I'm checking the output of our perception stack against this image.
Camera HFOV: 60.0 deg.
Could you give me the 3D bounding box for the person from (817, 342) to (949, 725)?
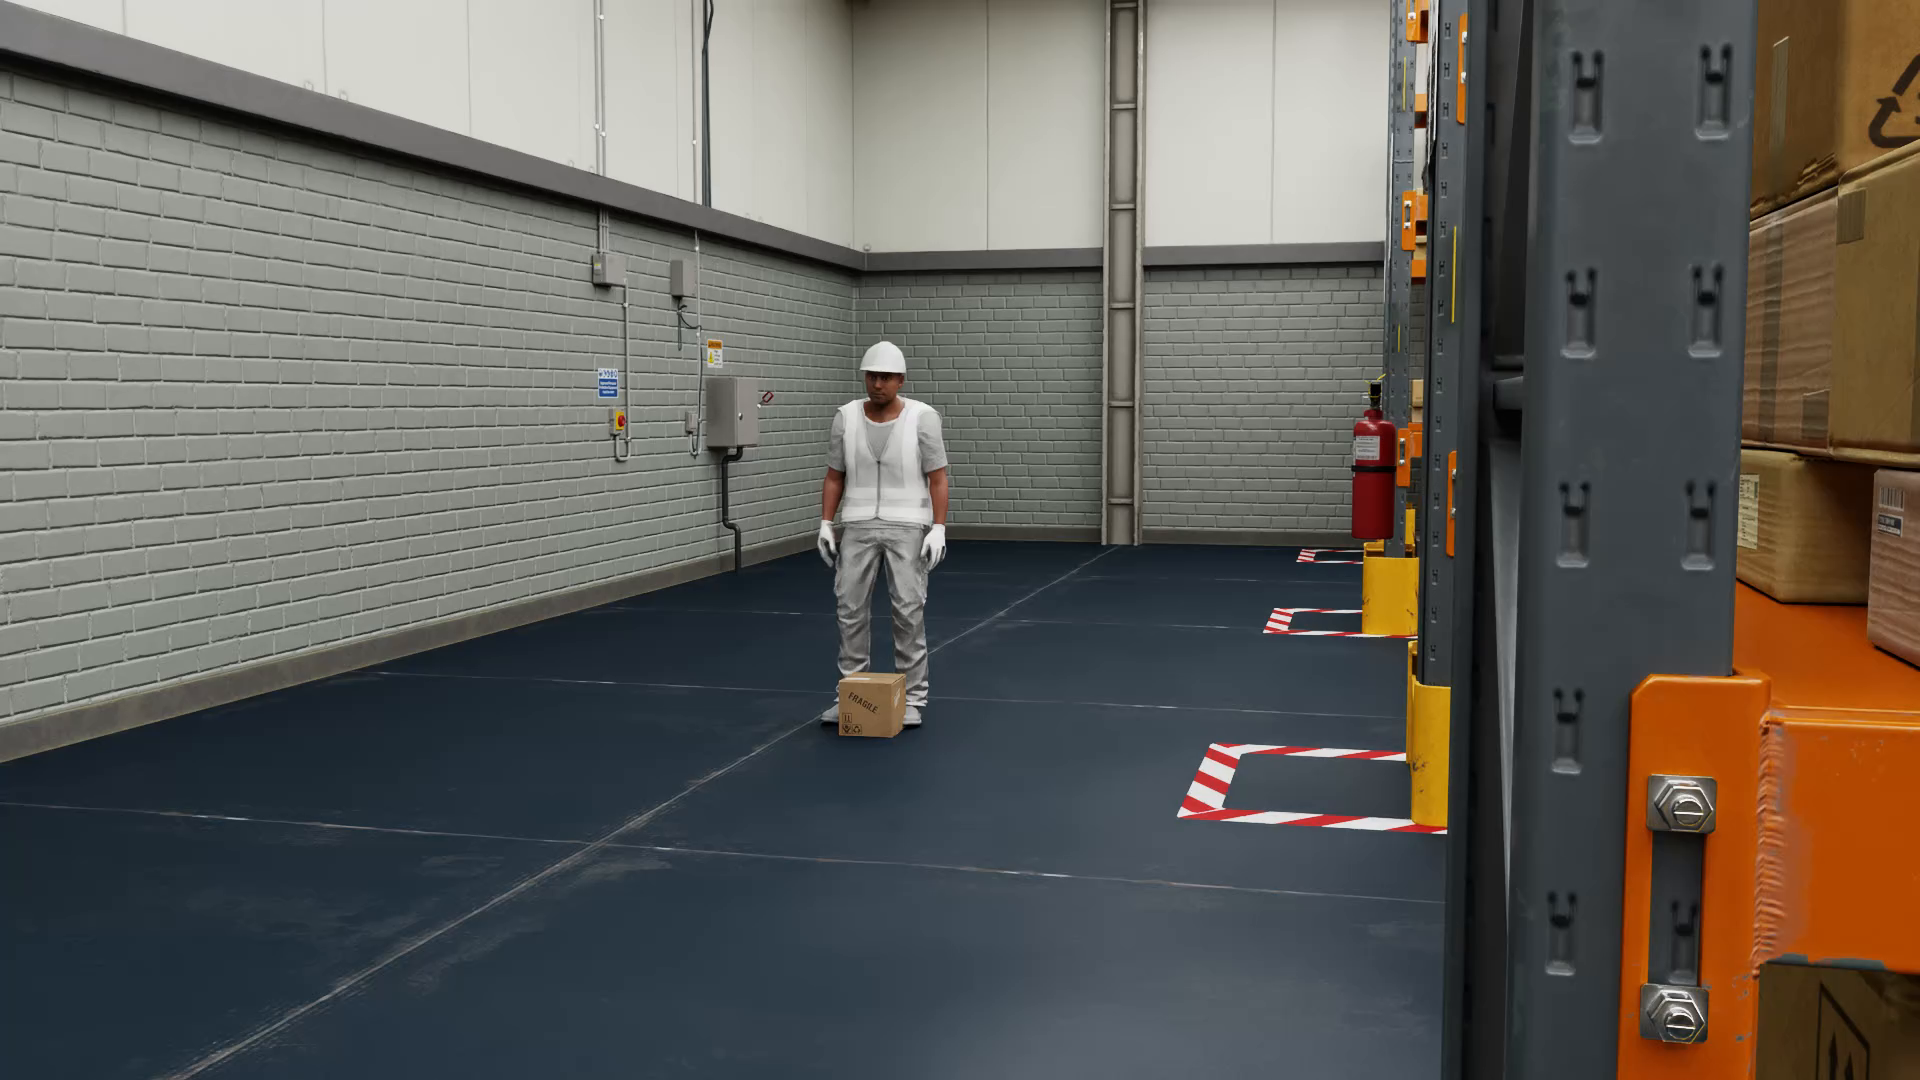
[{"bbox_3d":[-0.362,-0.028,7.740,0.615,1.773,0.448,1,5,12],"label":"person"}]
